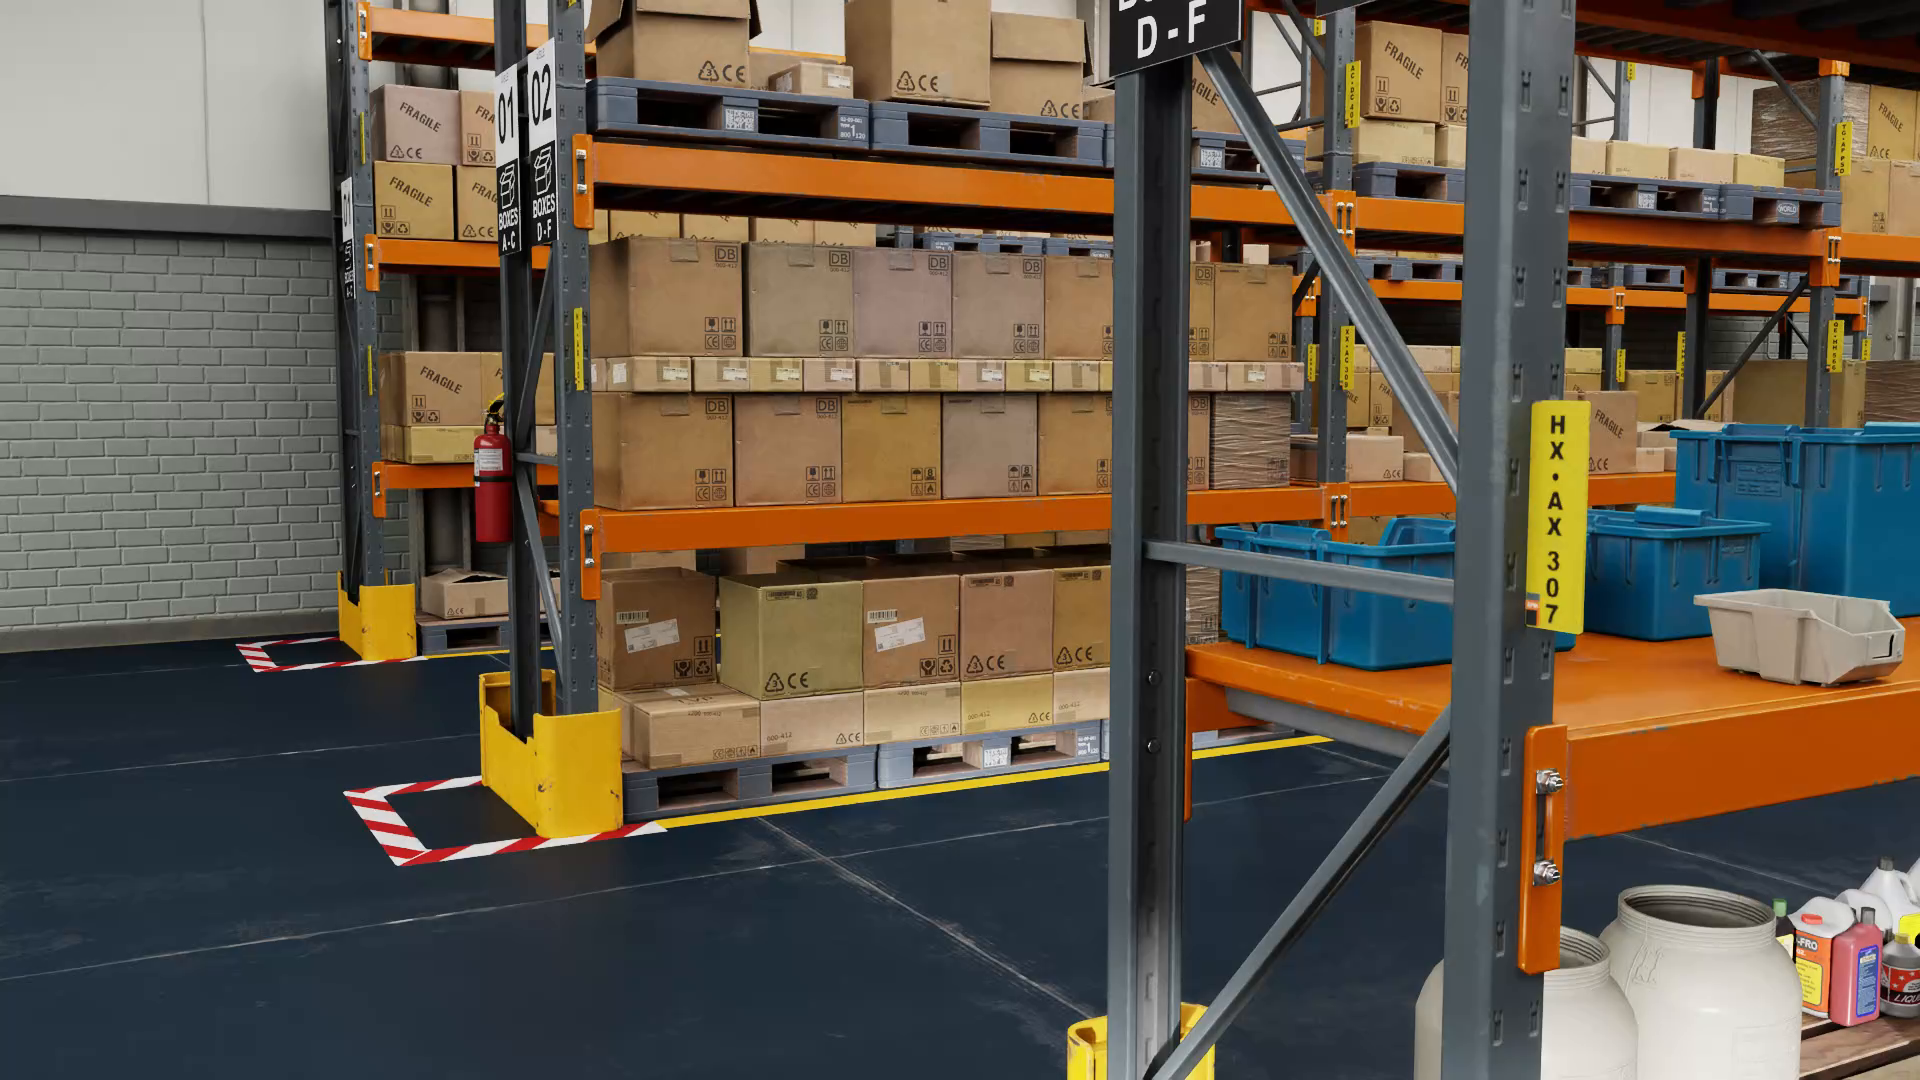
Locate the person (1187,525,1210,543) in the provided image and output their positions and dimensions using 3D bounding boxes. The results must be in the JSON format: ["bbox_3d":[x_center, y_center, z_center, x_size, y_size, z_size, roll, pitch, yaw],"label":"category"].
[{"bbox_3d":[1.960,-0.204,13.411,0.330,1.602,0.409,-3,6,-30],"label":"person"}]
